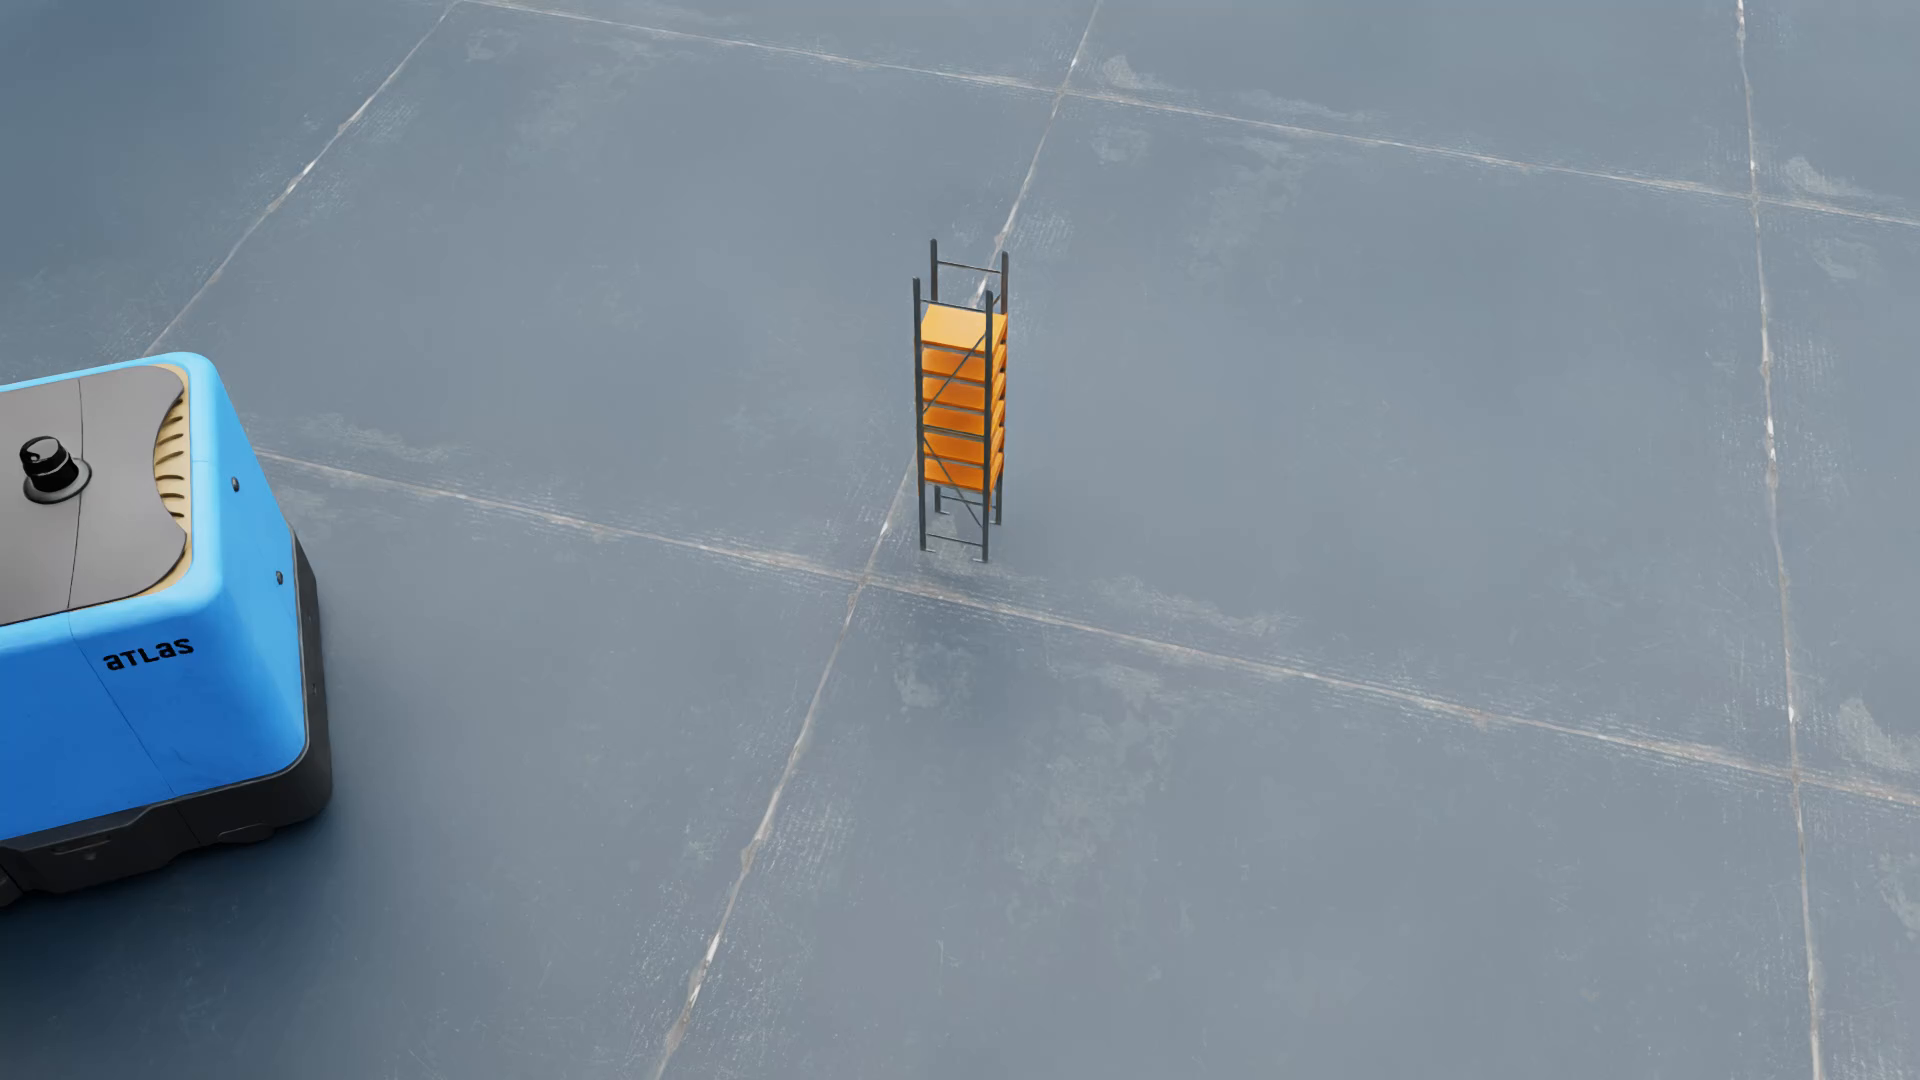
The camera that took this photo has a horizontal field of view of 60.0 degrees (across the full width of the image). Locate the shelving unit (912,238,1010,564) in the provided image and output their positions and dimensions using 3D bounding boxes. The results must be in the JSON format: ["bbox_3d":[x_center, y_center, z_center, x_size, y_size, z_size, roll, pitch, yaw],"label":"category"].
[{"bbox_3d":[0.004,-0.407,5.309,0.258,1.200,0.189,12,50,10],"label":"shelving unit"}]

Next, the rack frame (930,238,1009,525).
[{"bbox_3d":[0.028,-0.474,5.368,0.240,1.200,0.006,12,50,10],"label":"rack frame"}]

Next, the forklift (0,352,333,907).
[{"bbox_3d":[-3.458,-0.141,3.920,3.031,2.935,1.130,-13,50,-12],"label":"forklift"}]

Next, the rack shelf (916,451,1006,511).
[{"bbox_3d":[0.004,-0.219,5.523,0.258,0.103,0.180,12,50,10],"label":"rack shelf"}]

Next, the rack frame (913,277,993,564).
[{"bbox_3d":[-0.020,-0.341,5.251,0.240,1.200,0.006,12,50,10],"label":"rack frame"}]

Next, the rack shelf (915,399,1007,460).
[{"bbox_3d":[0.004,-0.378,5.343,0.258,0.103,0.180,12,50,10],"label":"rack shelf"}]

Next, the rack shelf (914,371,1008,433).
[{"bbox_3d":[0.004,-0.458,5.253,0.258,0.103,0.180,12,50,10],"label":"rack shelf"}]

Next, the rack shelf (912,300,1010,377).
[{"bbox_3d":[0.004,-0.616,5.073,0.258,0.103,0.180,12,50,10],"label":"rack shelf"}]

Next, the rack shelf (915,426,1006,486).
[{"bbox_3d":[0.004,-0.299,5.433,0.258,0.103,0.180,12,50,10],"label":"rack shelf"}]

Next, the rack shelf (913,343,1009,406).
[{"bbox_3d":[0.004,-0.537,5.163,0.258,0.103,0.180,12,50,10],"label":"rack shelf"}]
